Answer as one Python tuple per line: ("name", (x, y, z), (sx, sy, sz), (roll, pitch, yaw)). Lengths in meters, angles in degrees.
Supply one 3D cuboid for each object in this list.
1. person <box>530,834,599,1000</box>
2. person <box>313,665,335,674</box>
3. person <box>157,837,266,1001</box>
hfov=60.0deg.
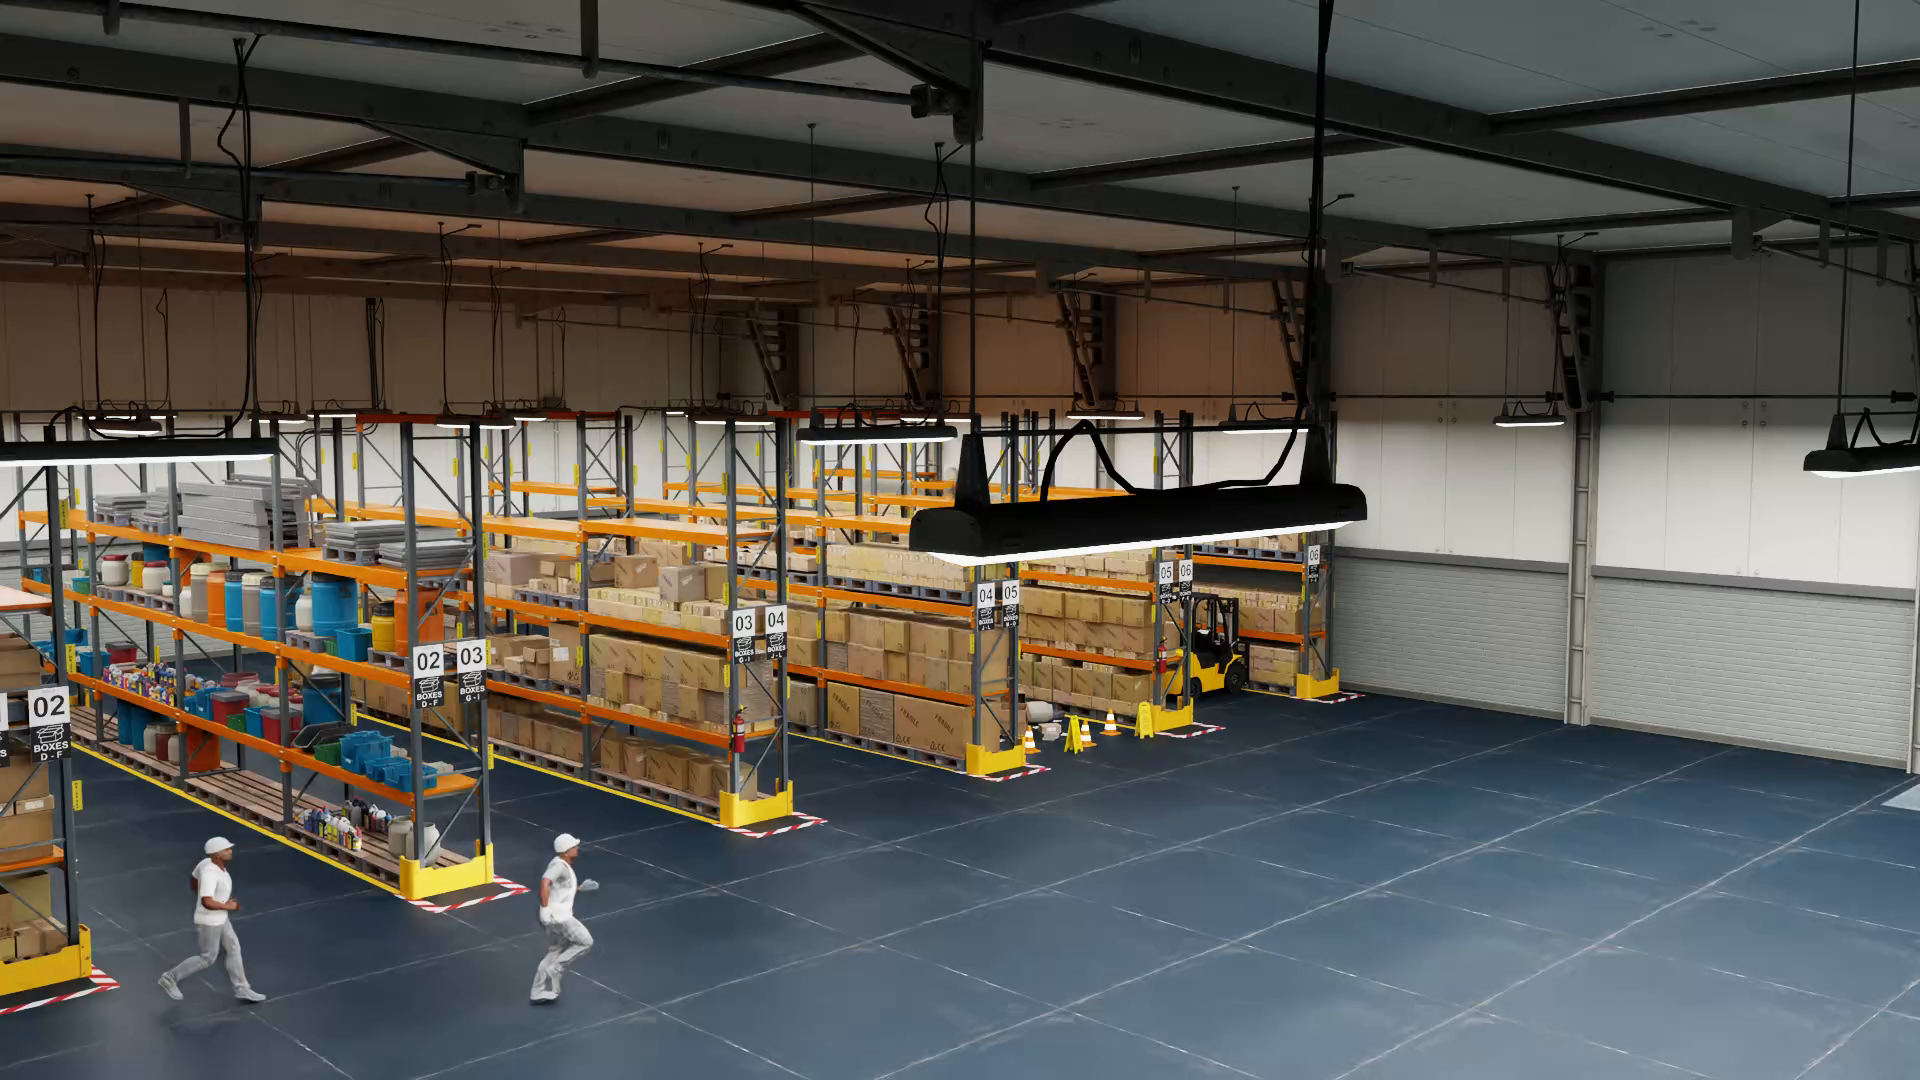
("person", (-4.137, 3.939, 17.404), (0.742, 1.724, 0.729), (-2, 5, -19))
("person", (-11.783, 2.844, 30.931), (0.510, 1.570, 0.636), (-5, 7, -42))
("person", (-7.773, 3.955, 17.233), (1.024, 1.759, 0.726), (-2, 5, -19))
